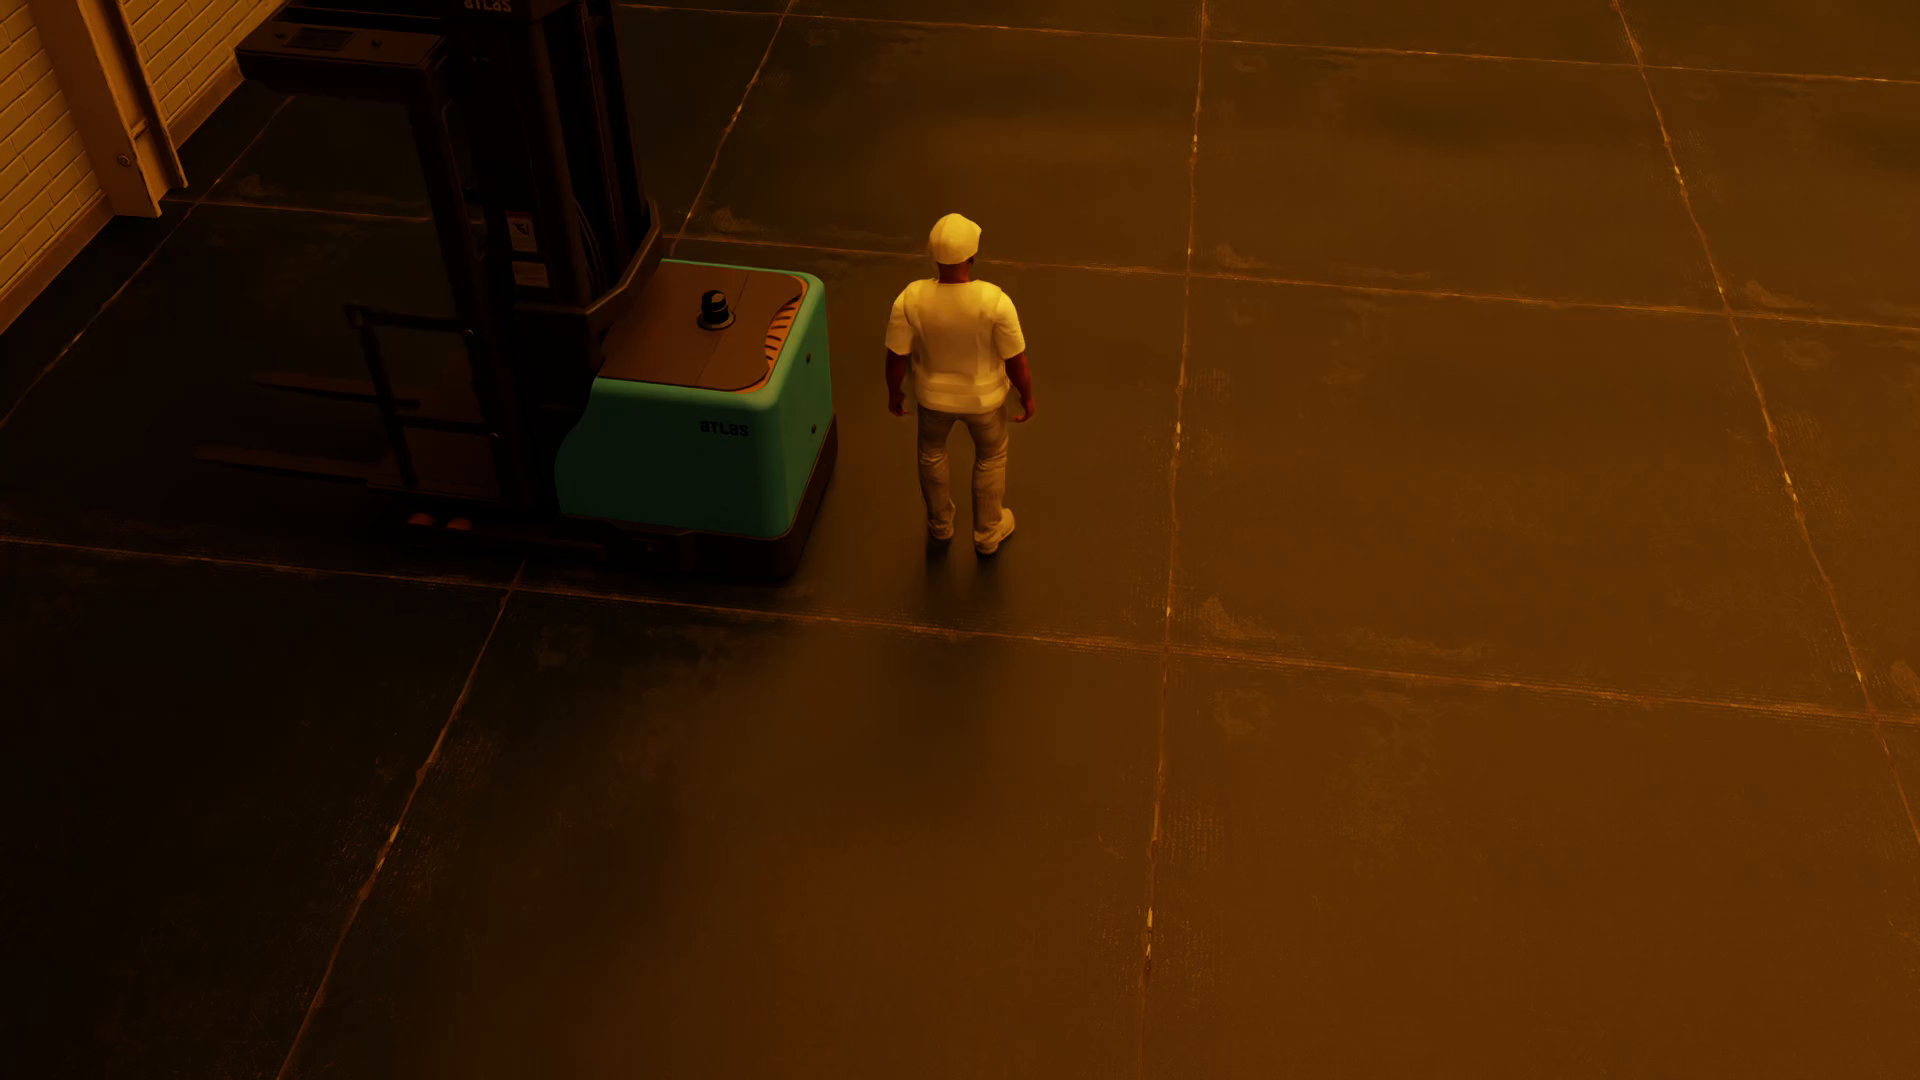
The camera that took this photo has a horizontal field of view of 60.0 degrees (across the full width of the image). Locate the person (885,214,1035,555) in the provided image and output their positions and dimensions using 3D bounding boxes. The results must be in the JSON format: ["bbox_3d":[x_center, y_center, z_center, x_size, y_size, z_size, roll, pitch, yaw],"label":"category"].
[{"bbox_3d":[0.018,-0.684,7.358,0.654,1.751,0.425,6,43,7],"label":"person"}]

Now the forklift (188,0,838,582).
[{"bbox_3d":[-2.173,-1.367,7.212,3.031,2.935,1.130,7,43,7],"label":"forklift"}]
